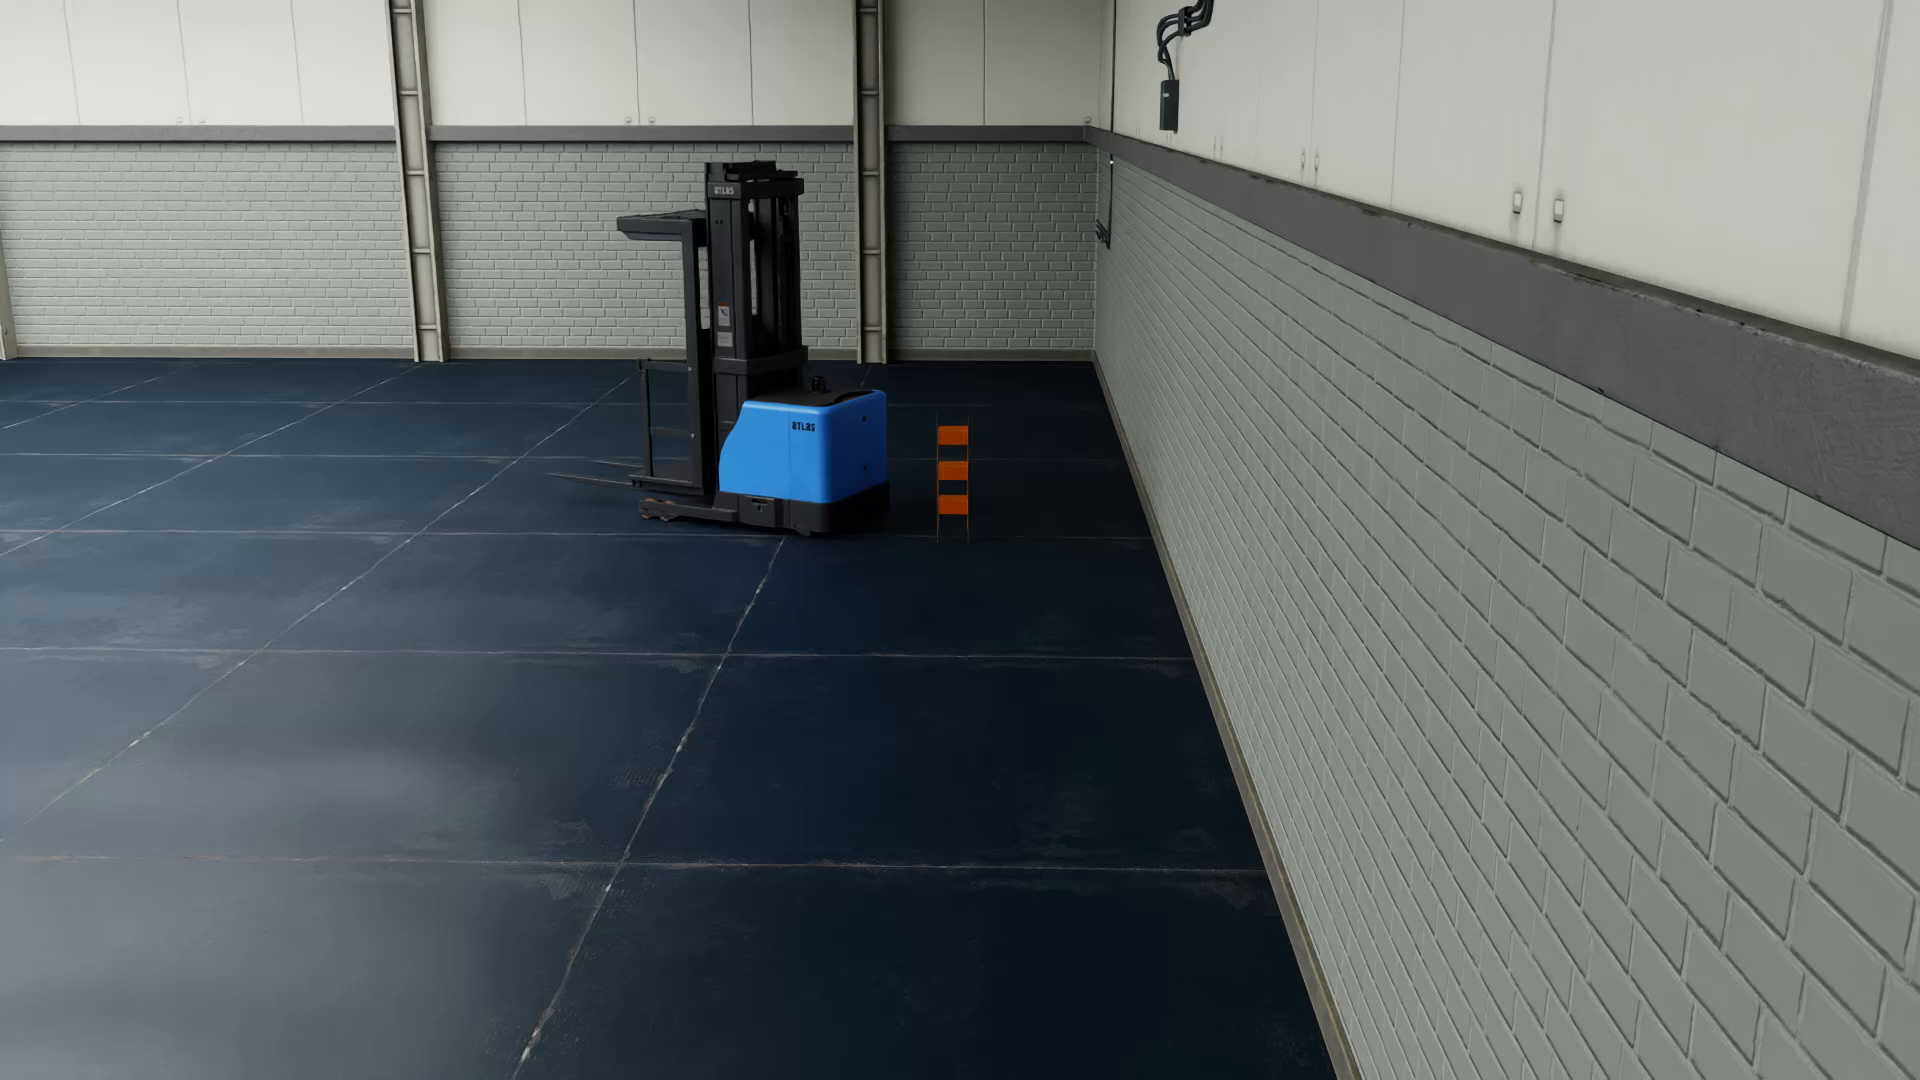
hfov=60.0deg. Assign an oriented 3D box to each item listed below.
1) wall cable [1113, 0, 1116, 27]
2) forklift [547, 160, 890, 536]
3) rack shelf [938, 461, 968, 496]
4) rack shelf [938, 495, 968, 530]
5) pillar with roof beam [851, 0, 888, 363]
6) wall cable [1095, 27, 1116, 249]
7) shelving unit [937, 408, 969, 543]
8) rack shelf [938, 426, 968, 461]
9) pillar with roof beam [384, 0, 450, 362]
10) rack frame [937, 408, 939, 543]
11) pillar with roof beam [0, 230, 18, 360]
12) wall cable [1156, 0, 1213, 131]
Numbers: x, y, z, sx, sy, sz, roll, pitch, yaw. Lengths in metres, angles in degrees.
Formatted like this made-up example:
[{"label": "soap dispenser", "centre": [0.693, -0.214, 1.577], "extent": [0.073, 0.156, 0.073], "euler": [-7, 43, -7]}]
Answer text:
[{"label": "wall cable", "centre": [1.665, -6.658, 17.122], "extent": [0.112, 2.526, 3.097], "euler": [0, 15, 1]}, {"label": "forklift", "centre": [-2.149, -1.688, 13.993], "extent": [3.031, 2.935, 1.130], "euler": [7, 16, 26]}, {"label": "rack shelf", "centre": [-0.053, -0.498, 13.210], "extent": [0.240, 0.259, 0.215], "euler": [0, 15, 1]}, {"label": "rack shelf", "centre": [-0.053, -0.229, 13.281], "extent": [0.240, 0.259, 0.215], "euler": [0, 15, 1]}, {"label": "pillar with roof beam", "centre": [-1.287, -5.666, 17.175], "extent": [0.400, 9.000, 9.100], "euler": [0, 15, 1]}, {"label": "wall cable", "centre": [1.734, -4.906, 20.381], "extent": [0.112, 2.526, 3.097], "euler": [0, 15, 1]}, {"label": "shelving unit", "centre": [-0.053, -0.508, 13.207], "extent": [0.252, 1.050, 0.215], "euler": [0, 15, 1]}, {"label": "rack shelf", "centre": [-0.053, -0.772, 13.138], "extent": [0.240, 0.259, 0.215], "euler": [0, 15, 1]}, {"label": "pillar with roof beam", "centre": [-7.286, -5.705, 17.323], "extent": [0.400, 9.000, 9.100], "euler": [0, 15, 1]}, {"label": "rack frame", "centre": [-0.175, -0.509, 13.210], "extent": [0.008, 1.050, 0.200], "euler": [0, 15, 1]}, {"label": "pillar with roof beam", "centre": [-13.284, -5.744, 17.471], "extent": [0.400, 9.000, 9.100], "euler": [0, 15, 1]}, {"label": "wall cable", "centre": [1.475, -5.631, 10.376], "extent": [0.169, 6.003, 2.305], "euler": [0, 15, 1]}]
